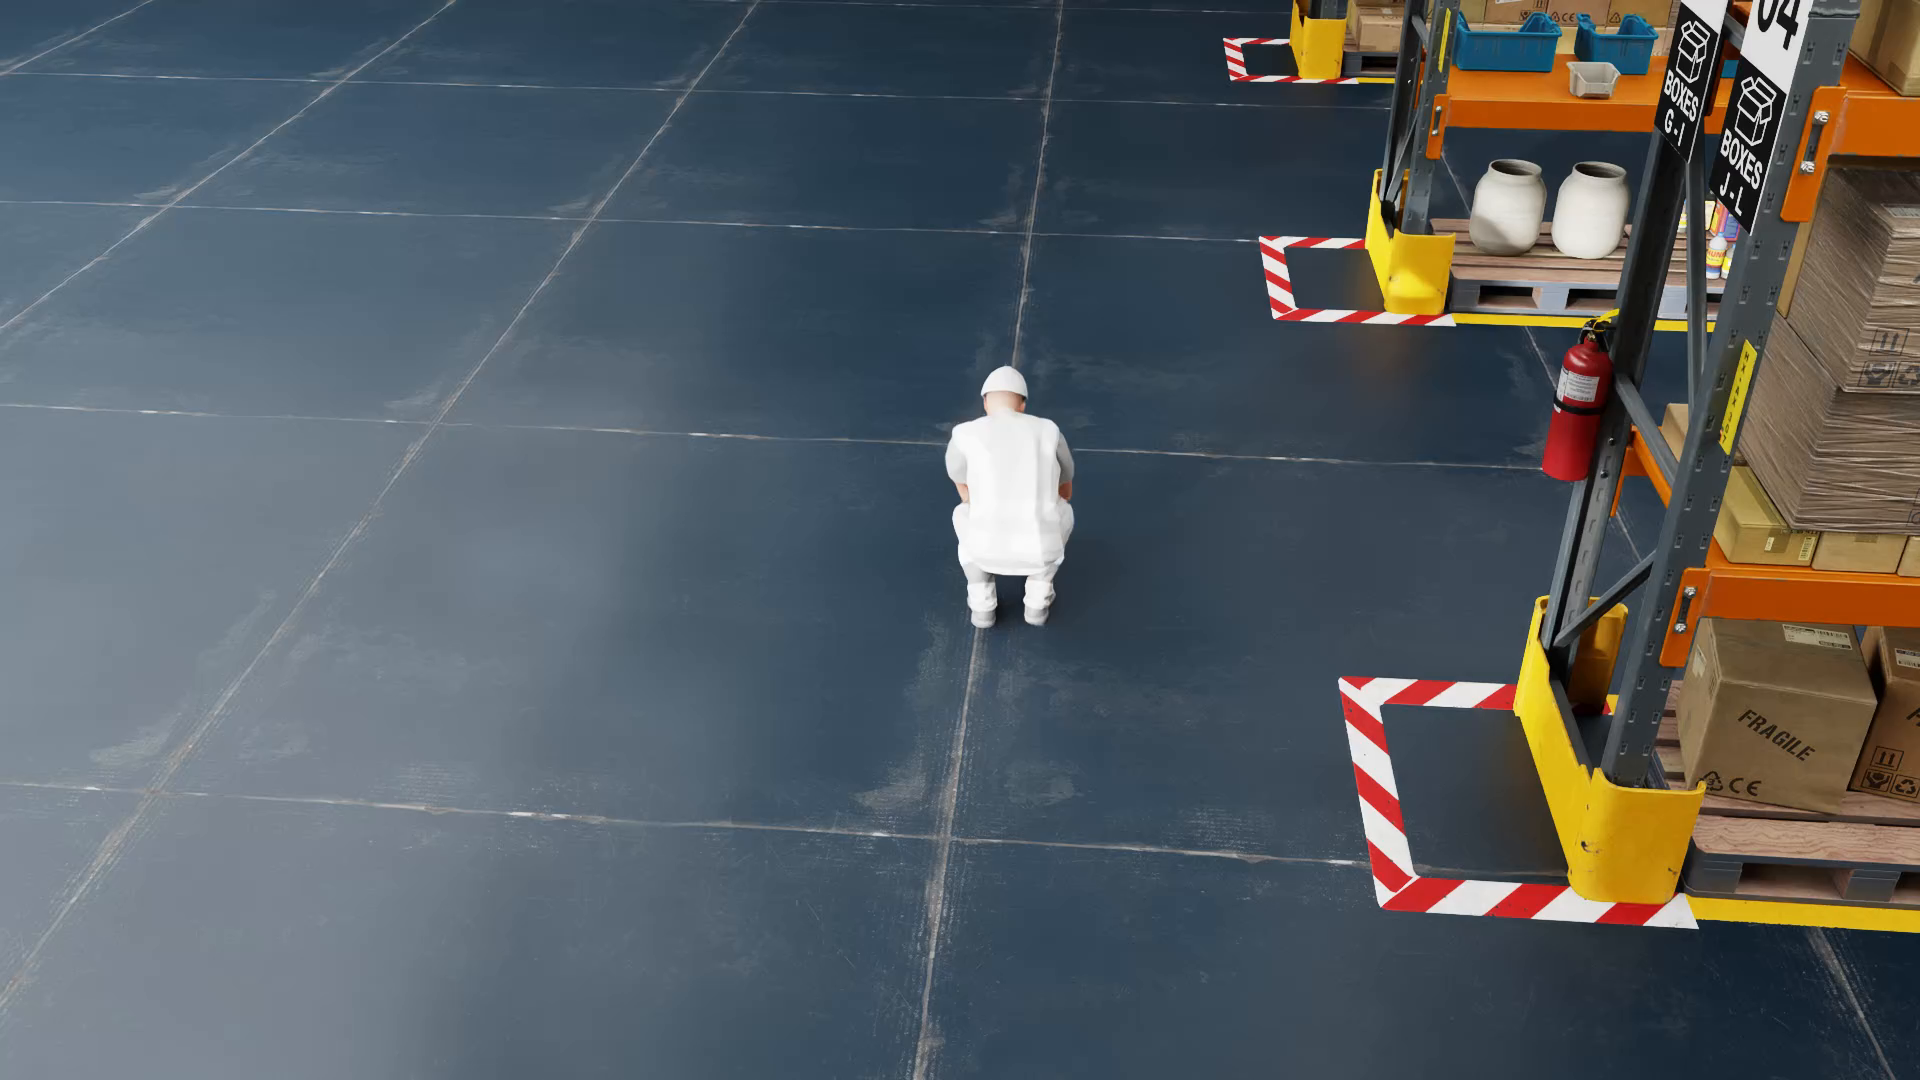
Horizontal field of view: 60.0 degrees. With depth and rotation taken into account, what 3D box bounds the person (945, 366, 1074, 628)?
[{"bbox_3d":[0.212,-0.169,7.153,0.566,0.991,0.876,3,32,4],"label":"person"}]
